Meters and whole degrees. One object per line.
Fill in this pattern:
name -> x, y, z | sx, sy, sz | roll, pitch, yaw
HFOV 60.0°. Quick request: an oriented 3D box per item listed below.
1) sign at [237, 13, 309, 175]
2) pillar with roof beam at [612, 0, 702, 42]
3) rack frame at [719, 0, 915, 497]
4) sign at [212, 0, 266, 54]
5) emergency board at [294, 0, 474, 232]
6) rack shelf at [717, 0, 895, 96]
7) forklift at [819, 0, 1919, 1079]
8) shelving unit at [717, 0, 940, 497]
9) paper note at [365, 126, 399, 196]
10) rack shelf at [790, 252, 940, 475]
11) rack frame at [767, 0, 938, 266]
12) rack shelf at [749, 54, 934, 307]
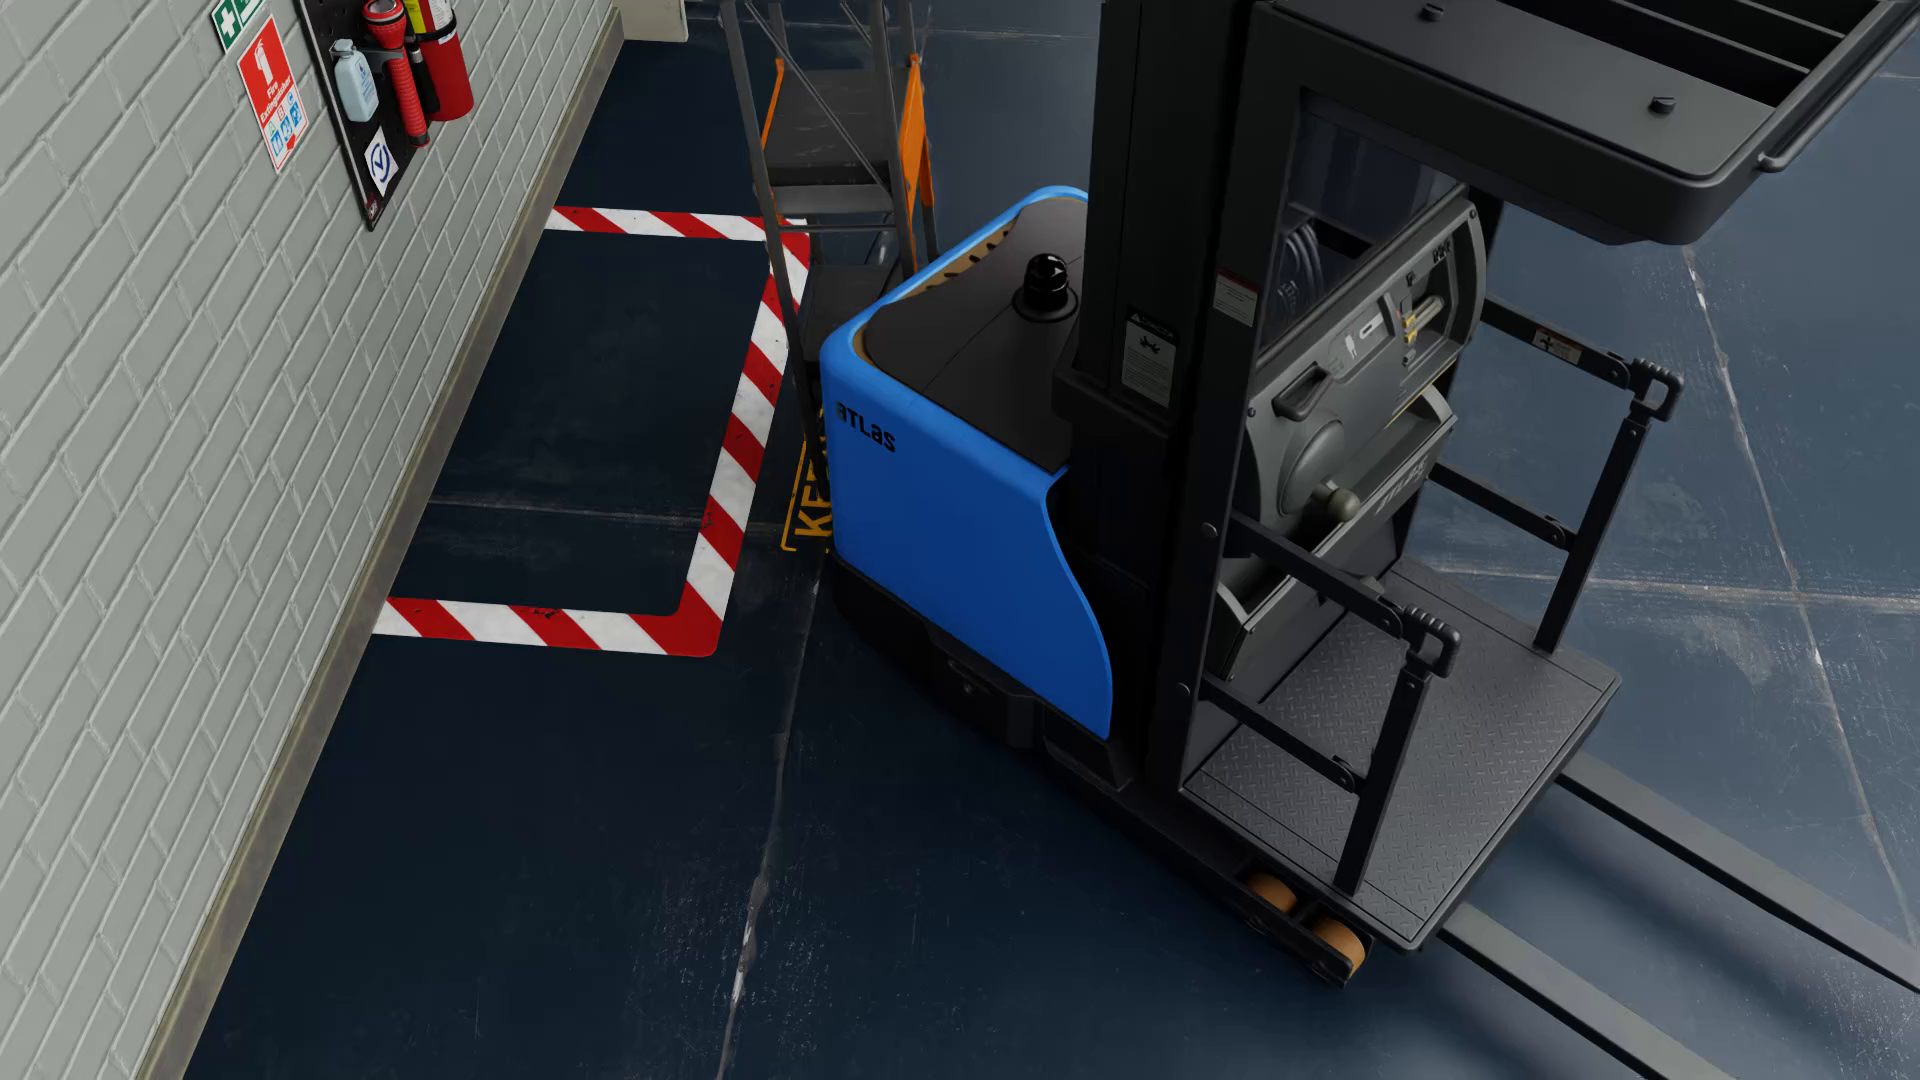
sign -> -1.743, -1.133, 4.229 | 0.001, 0.329, 0.234 | 4, 48, 4
pillar with roof beam -> 2.960, -5.068, 3.787 | 9.100, 9.000, 0.400 | 4, 48, 4
rack frame -> -0.338, -0.856, 4.589 | 0.400, 2.100, 0.015 | 0, 47, 6
sign -> -1.734, -1.314, 4.036 | 0.001, 0.109, 0.331 | 4, 48, 4
emergency board -> -1.590, -1.520, 4.607 | 0.194, 1.169, 0.643 | 4, 48, 4
rack shelf -> -0.376, -1.501, 4.251 | 0.431, 0.518, 0.480 | 0, 47, 6
forklift -> 1.058, -0.315, 3.552 | 3.031, 2.935, 1.130 | 33, 56, 27
shelving unit -> -0.321, -1.036, 4.753 | 0.431, 2.100, 0.503 | 0, 47, 6
paper note -> -1.675, -1.097, 4.818 | 0.016, 0.148, 0.142 | 4, 48, 4
rack shelf -> -0.264, -0.552, 5.275 | 0.431, 0.518, 0.480 | 0, 47, 6
rack frame -> -0.304, -1.215, 4.917 | 0.400, 2.100, 0.015 | 0, 47, 6
rack shelf -> -0.320, -1.027, 4.763 | 0.431, 0.518, 0.480 | 0, 47, 6
